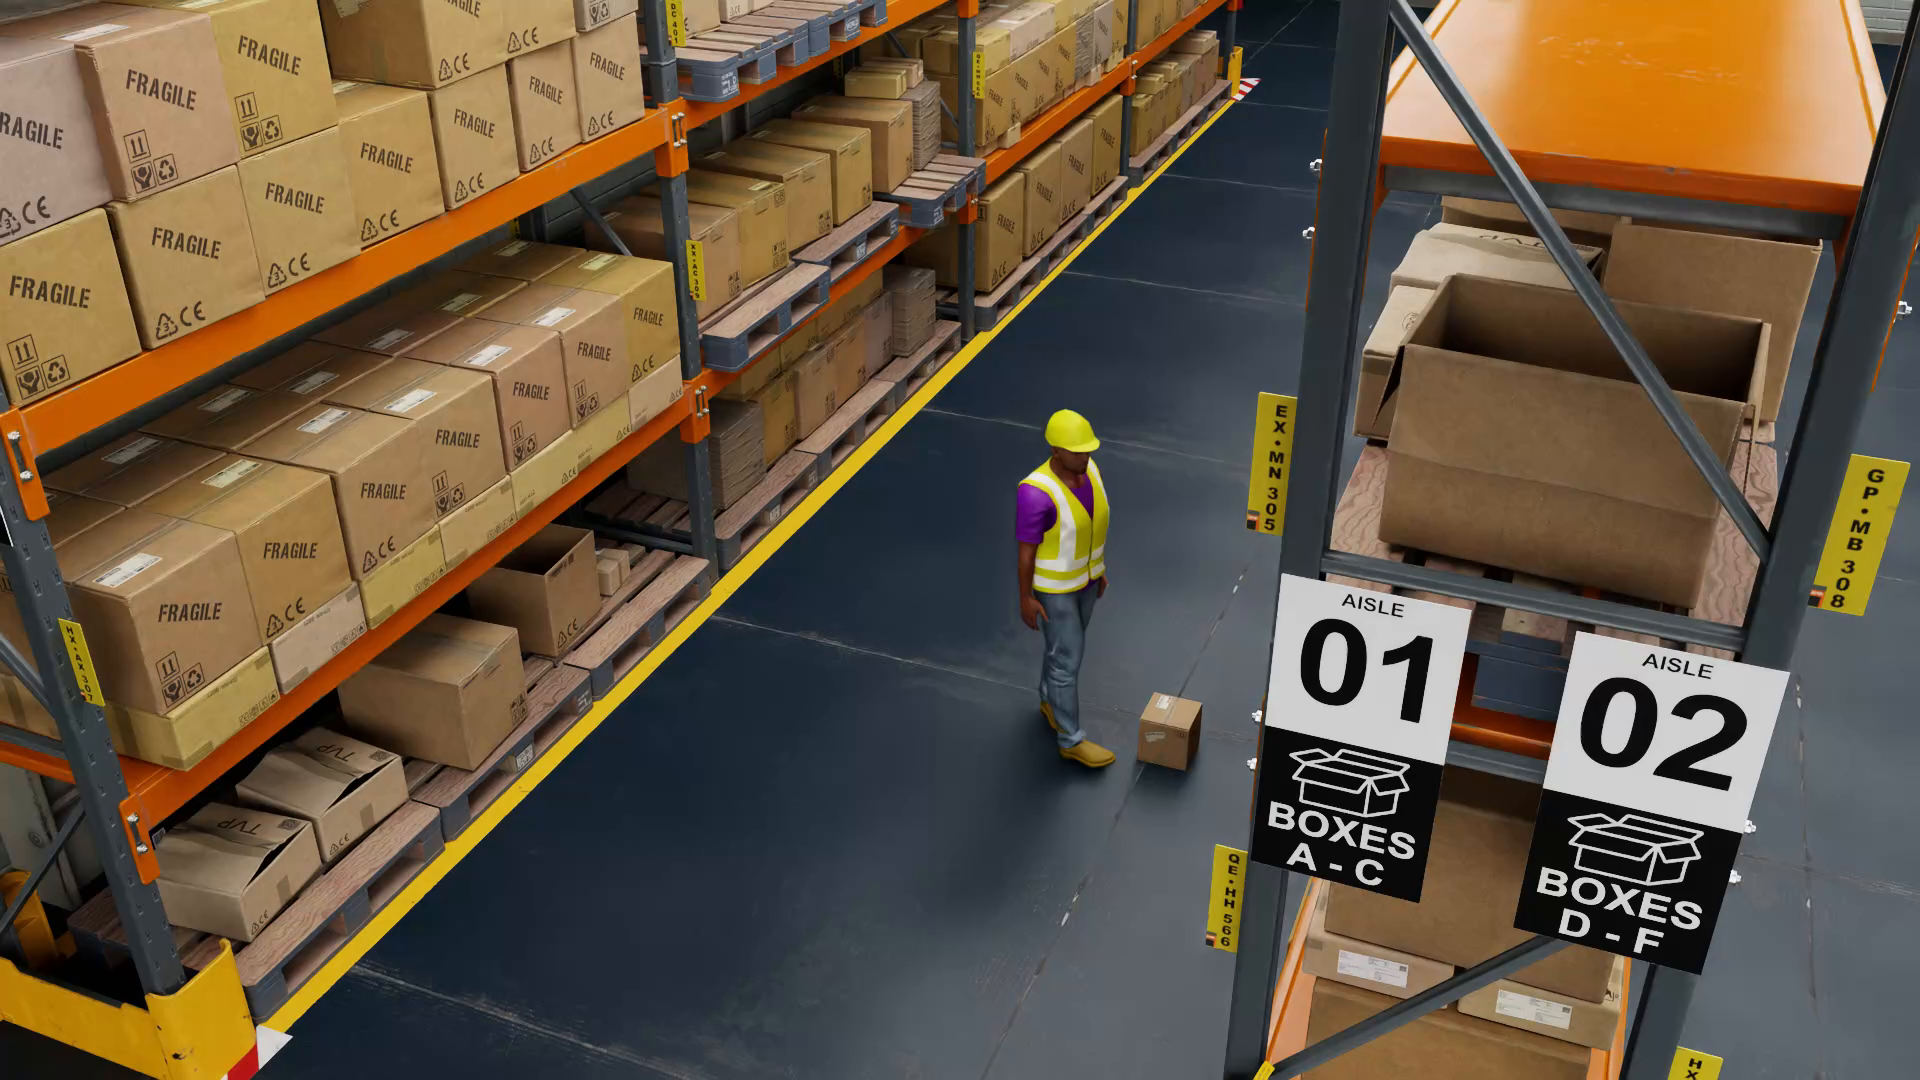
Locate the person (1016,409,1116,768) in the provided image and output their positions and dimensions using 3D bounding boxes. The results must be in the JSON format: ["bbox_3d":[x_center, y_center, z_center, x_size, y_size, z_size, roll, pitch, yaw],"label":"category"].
[{"bbox_3d":[0.595,0.225,7.975,0.633,1.763,0.570,23,37,35],"label":"person"}]
